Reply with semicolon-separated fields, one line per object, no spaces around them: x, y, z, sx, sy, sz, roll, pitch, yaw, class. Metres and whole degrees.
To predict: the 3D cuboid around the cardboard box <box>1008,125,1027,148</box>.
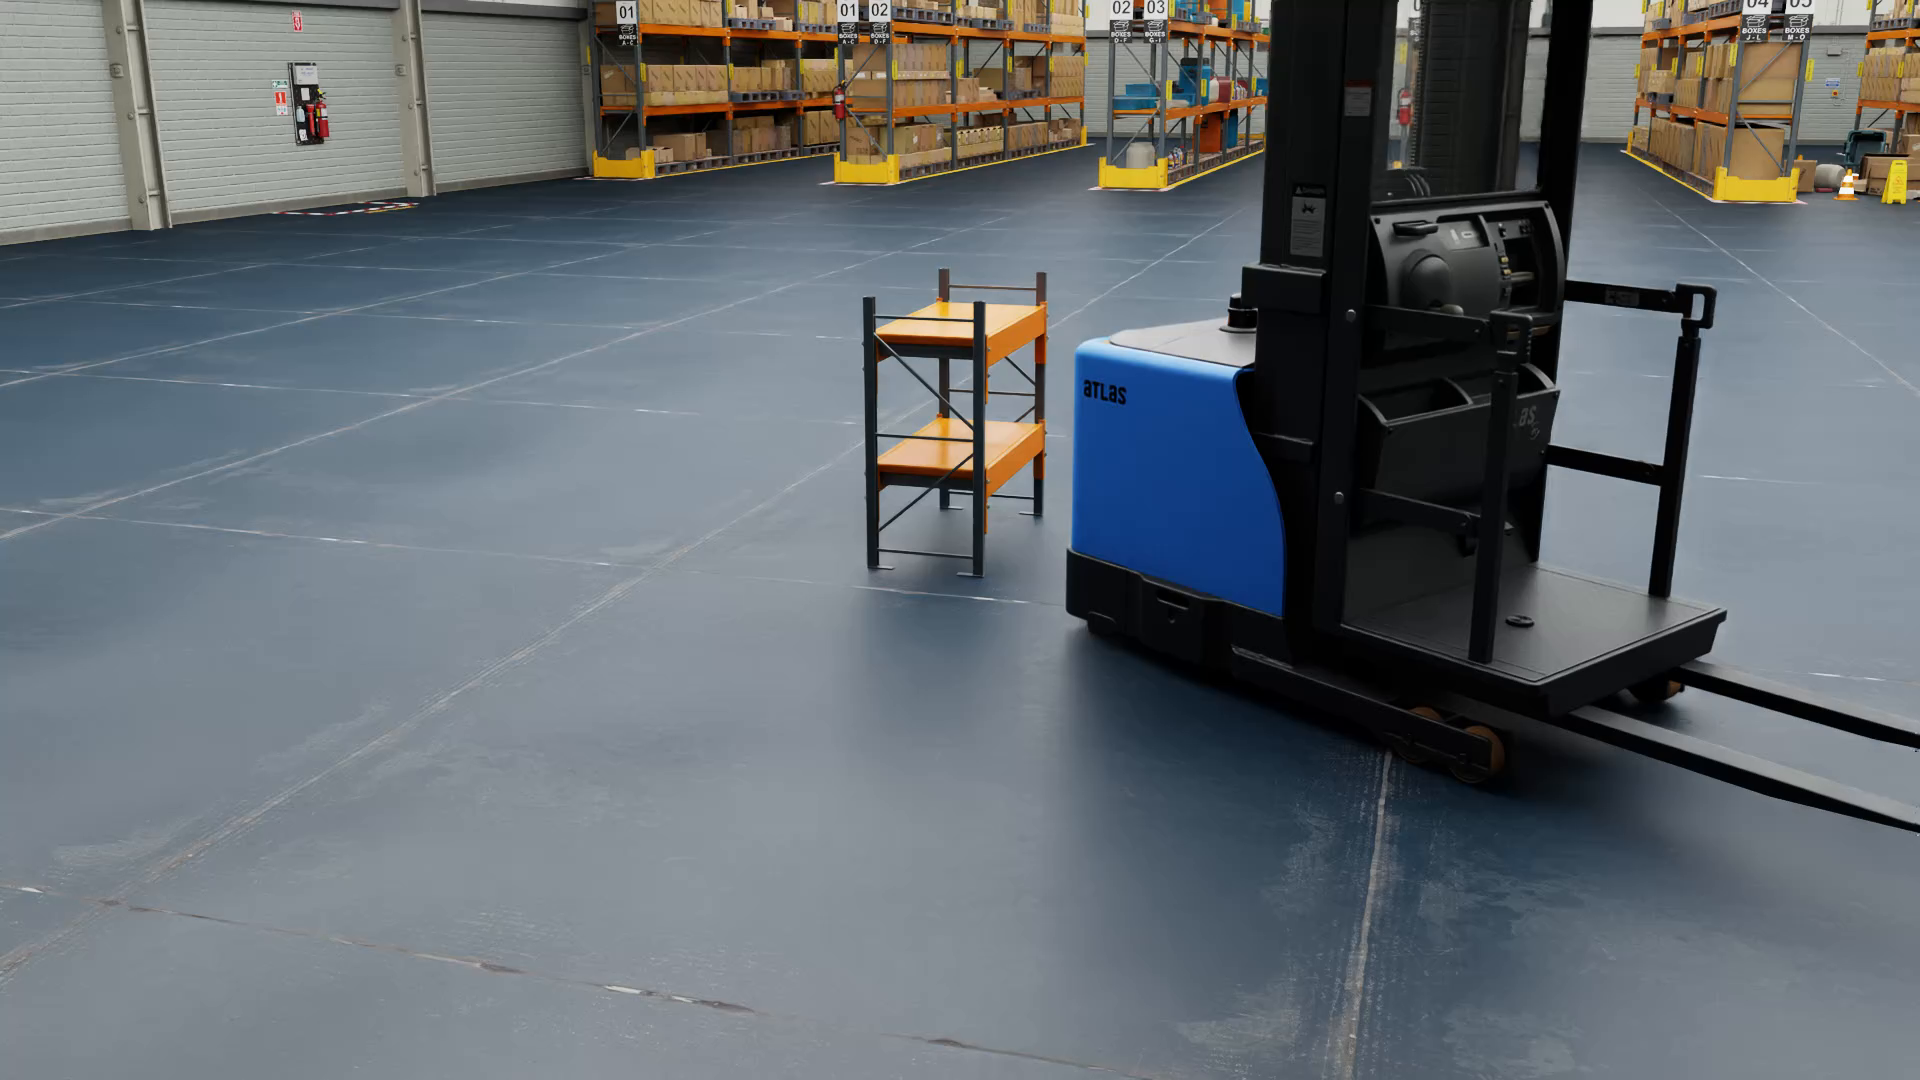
1.270;-9.459;38.954;0.500;0.500;0.500;4;16;15;cardboard box

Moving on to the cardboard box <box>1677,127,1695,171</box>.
13.753;-7.147;30.382;1.050;0.750;0.750;5;16;16;cardboard box

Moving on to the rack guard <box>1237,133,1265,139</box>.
7.592;-10.597;43.774;1.175;0.500;0.348;5;16;16;rack guard

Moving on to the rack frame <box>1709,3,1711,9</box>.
13.663;-10.744;28.717;1.000;3.000;0.127;5;16;16;rack frame

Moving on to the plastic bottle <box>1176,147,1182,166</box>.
4.135;-7.264;31.492;0.144;0.351;0.185;5;16;16;plastic bottle

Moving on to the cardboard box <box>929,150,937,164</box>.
-0.762;-7.517;32.603;0.500;0.250;0.500;5;16;16;cardboard box

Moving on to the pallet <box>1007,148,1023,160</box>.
0.825;-8.935;38.445;1.003;0.211;1.213;5;16;16;pallet

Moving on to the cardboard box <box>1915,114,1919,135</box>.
20.362;-8.368;34.458;0.875;0.875;0.875;5;17;17;cardboard box

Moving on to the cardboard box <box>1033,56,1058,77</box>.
2.117;-11.761;41.283;0.500;0.500;0.500;5;17;17;cardboard box

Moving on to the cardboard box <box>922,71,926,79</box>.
-0.867;-8.908;31.868;0.380;0.149;0.250;5;17;18;cardboard box

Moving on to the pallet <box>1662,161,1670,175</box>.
14.504;-7.362;32.899;1.003;0.211;1.213;5;16;16;pallet

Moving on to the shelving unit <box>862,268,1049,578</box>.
0.002;-0.543;7.182;0.538;1.125;1.048;5;16;16;shelving unit

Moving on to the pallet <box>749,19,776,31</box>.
-4.742;-11.199;36.161;1.213;0.211;1.003;5;16;16;pallet

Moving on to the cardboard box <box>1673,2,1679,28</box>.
14.848;-10.696;33.863;0.500;0.500;0.500;5;16;16;cardboard box

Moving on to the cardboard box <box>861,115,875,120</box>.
-2.454;-11.089;43.549;0.380;0.149;0.250;5;17;18;cardboard box

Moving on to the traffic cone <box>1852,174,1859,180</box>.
16.572;-6.866;30.689;0.336;0.463;0.334;5;16;16;traffic cone

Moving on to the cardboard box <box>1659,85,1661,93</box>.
14.719;-9.347;34.477;0.380;0.149;0.250;4;16;15;cardboard box

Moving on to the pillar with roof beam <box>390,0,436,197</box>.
-4.656;-9.607;24.710;9.100;9.000;0.400;5;16;16;pillar with roof beam

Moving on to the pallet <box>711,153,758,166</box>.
-5.091;-8.283;36.146;1.003;0.211;1.213;5;16;16;pallet

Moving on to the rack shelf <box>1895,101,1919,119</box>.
20.143;-8.724;33.908;1.077;0.370;4.000;5;16;16;rack shelf

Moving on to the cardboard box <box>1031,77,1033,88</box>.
1.609;-11.330;41.593;0.500;0.500;0.500;5;17;17;cardboard box

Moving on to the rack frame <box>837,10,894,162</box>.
-1.697;-7.991;30.007;1.000;3.000;0.127;5;16;16;rack frame

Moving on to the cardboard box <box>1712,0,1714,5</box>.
13.162;-9.293;28.607;0.380;0.149;0.250;5;17;16;cardboard box

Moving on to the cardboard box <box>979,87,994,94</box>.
0.431;-9.950;37.074;0.500;0.311;0.500;6;17;19;cardboard box

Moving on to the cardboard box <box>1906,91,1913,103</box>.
20.187;-9.291;34.863;0.500;0.250;0.500;4;16;15;cardboard box

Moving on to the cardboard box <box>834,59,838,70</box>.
-3.224;-11.667;40.827;0.500;0.250;0.500;5;17;17;cardboard box

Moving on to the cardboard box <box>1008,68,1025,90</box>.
1.090;-10.732;38.718;0.700;0.500;0.500;8;18;26;cardboard box

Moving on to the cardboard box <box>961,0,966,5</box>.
-0.208;-11.281;34.238;0.500;0.500;0.500;6;17;21;cardboard box

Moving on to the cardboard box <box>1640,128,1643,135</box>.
16.088;-9.528;38.787;0.380;0.149;0.250;4;16;14;cardboard box

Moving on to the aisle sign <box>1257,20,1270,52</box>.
7.899;-13.039;43.039;0.394;0.787;0.004;5;16;16;aisle sign

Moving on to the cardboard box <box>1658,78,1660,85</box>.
14.795;-9.562;34.691;0.380;0.149;0.250;5;16;15;cardboard box

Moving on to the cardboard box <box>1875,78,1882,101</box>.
21.031;-10.186;37.561;0.500;0.500;0.500;5;17;18;cardboard box

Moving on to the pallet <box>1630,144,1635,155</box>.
16.787;-9.426;40.175;1.003;0.211;1.213;5;16;16;pallet

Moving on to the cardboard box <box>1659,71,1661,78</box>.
14.794;-9.702;34.639;0.380;0.149;0.250;5;16;16;cardboard box

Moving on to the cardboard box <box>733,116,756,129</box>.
-4.852;-9.237;36.797;0.500;0.250;0.500;4;16;14;cardboard box

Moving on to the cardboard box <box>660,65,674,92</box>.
-5.874;-8.903;32.084;0.500;0.500;0.500;5;16;16;cardboard box

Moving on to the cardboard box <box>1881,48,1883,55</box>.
21.099;-11.071;37.661;0.380;0.149;0.250;5;17;16;cardboard box

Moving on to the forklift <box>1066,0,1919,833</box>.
1.710;-0.856;4.975;1.130;2.935;3.031;-13;20;-37;forklift

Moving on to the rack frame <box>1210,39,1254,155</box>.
6.461;-10.746;39.718;1.000;3.000;0.127;5;16;16;rack frame

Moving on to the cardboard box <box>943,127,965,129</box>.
-0.142;-8.848;36.268;0.500;0.311;0.500;4;16;14;cardboard box

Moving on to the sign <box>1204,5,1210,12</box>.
4.712;-10.055;31.767;0.100;0.325;0.005;5;16;16;sign

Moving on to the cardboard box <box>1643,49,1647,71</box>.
16.385;-11.306;39.131;0.500;0.500;0.500;4;16;15;cardboard box

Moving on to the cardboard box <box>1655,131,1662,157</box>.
15.022;-8.371;35.157;0.500;0.500;0.500;4;16;13;cardboard box

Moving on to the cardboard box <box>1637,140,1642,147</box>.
16.245;-9.384;39.372;0.380;0.149;0.250;4;16;13;cardboard box

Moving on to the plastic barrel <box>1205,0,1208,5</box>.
4.883;-11.185;34.852;0.600;0.901;0.600;0;16;0;plastic barrel

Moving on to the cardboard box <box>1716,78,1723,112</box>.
13.114;-7.408;27.675;0.875;0.550;0.500;5;16;16;cardboard box

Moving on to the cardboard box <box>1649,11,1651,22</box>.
16.397;-12.246;38.868;0.500;0.250;0.500;5;17;17;cardboard box

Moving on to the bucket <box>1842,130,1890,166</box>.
15.835;-6.800;29.019;0.726;0.611;0.620;11;9;35;bucket

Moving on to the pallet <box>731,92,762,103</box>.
-4.954;-9.517;35.739;1.003;0.211;1.213;5;16;16;pallet

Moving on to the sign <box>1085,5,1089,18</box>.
3.376;-13.998;44.065;0.100;0.325;0.005;5;16;16;sign

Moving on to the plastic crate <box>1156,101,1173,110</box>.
3.614;-7.689;29.423;0.298;0.136;0.250;5;16;16;plastic crate

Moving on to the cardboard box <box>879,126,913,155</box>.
-1.191;-7.485;31.118;0.500;0.500;0.500;5;16;16;cardboard box

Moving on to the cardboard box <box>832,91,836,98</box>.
-3.265;-10.963;40.909;0.380;0.149;0.250;4;16;14;cardboard box

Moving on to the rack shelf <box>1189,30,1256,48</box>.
5.893;-11.319;37.562;1.077;0.370;4.000;5;16;16;rack shelf

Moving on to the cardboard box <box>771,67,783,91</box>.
-4.431;-10.455;37.704;0.700;0.500;0.500;3;16;11;cardboard box

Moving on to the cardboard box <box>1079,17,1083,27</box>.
2.948;-13.635;43.764;0.500;0.250;0.500;5;16;16;cardboard box

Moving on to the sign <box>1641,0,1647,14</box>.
16.553;-12.903;40.223;0.100;0.325;0.005;5;16;16;sign

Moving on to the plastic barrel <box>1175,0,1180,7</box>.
3.802;-10.287;30.915;0.600;0.901;0.708;5;16;16;plastic barrel
